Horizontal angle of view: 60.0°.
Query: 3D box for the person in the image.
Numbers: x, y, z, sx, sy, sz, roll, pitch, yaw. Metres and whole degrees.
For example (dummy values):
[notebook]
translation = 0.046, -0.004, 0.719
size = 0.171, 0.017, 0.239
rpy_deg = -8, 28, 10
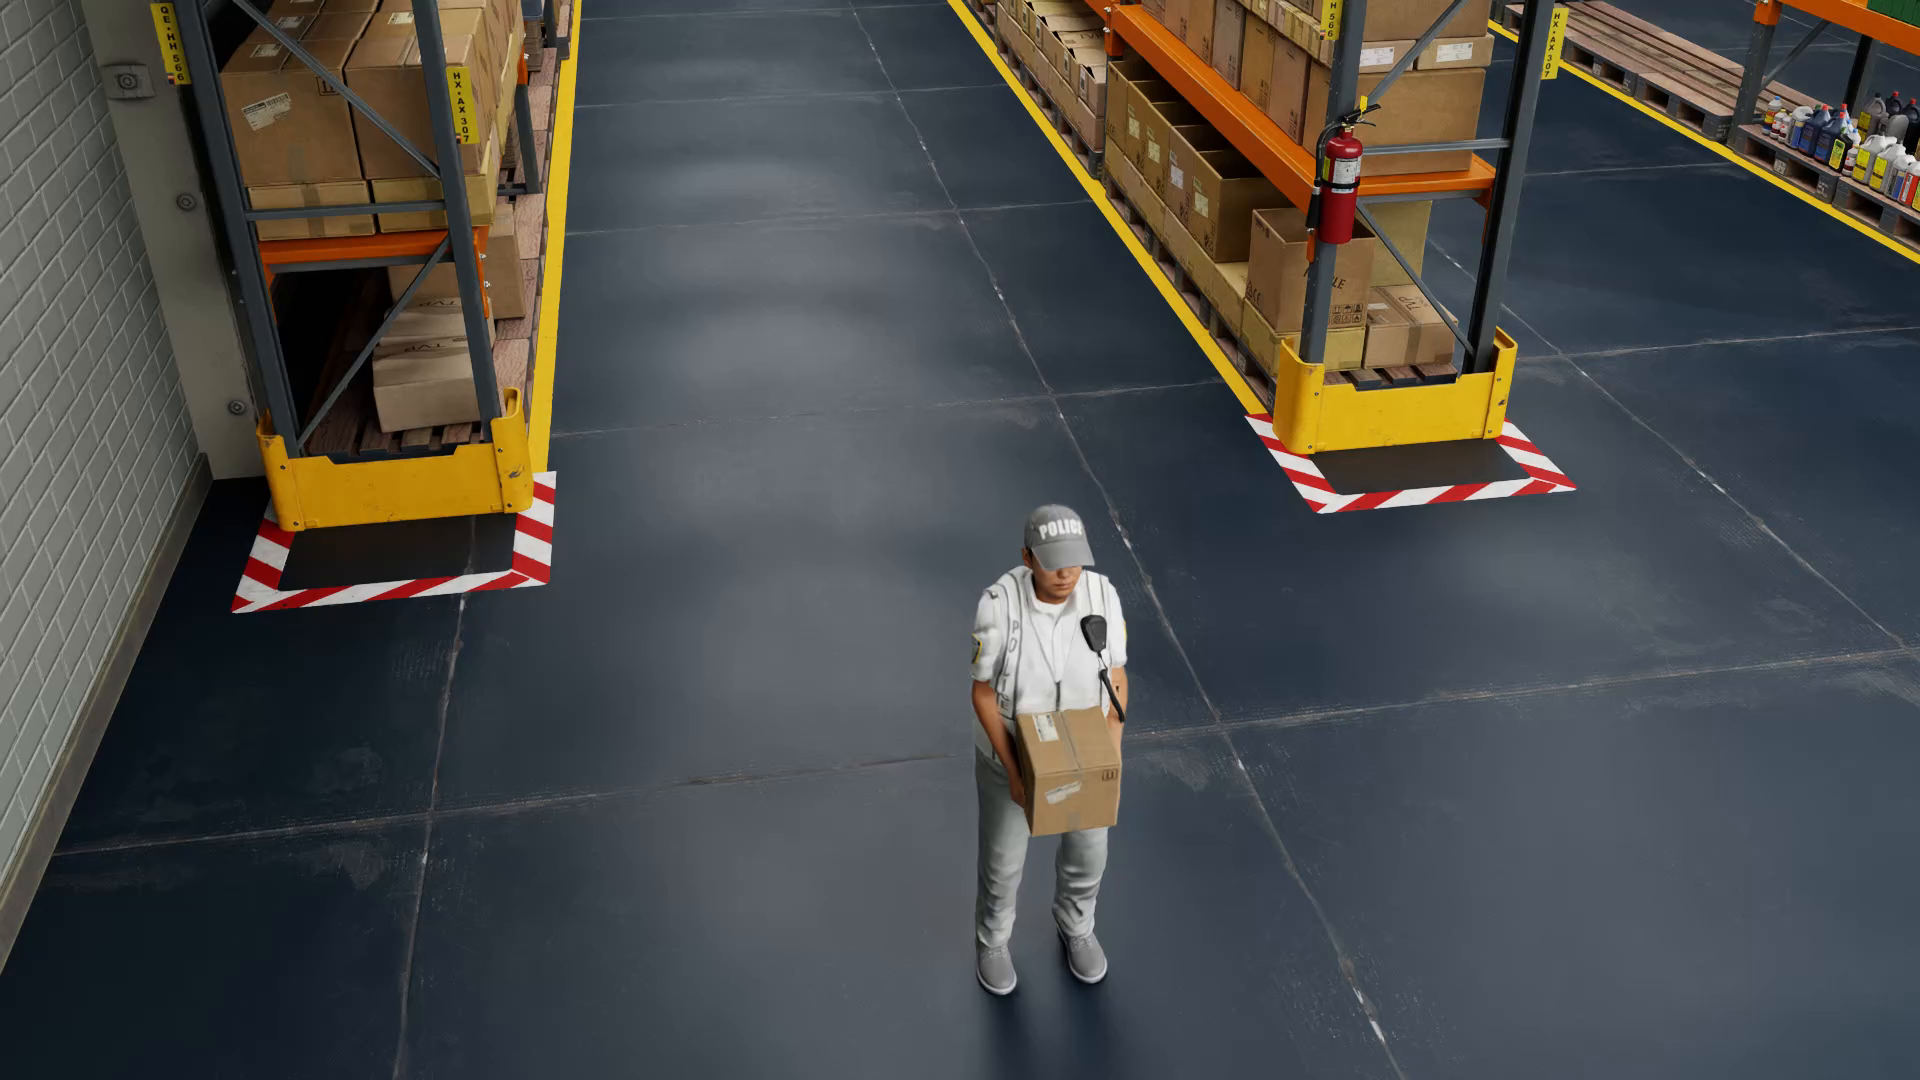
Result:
[person]
translation = 0.274, 0.668, 5.008
size = 0.476, 1.666, 0.531
rpy_deg = -6, 31, -9
